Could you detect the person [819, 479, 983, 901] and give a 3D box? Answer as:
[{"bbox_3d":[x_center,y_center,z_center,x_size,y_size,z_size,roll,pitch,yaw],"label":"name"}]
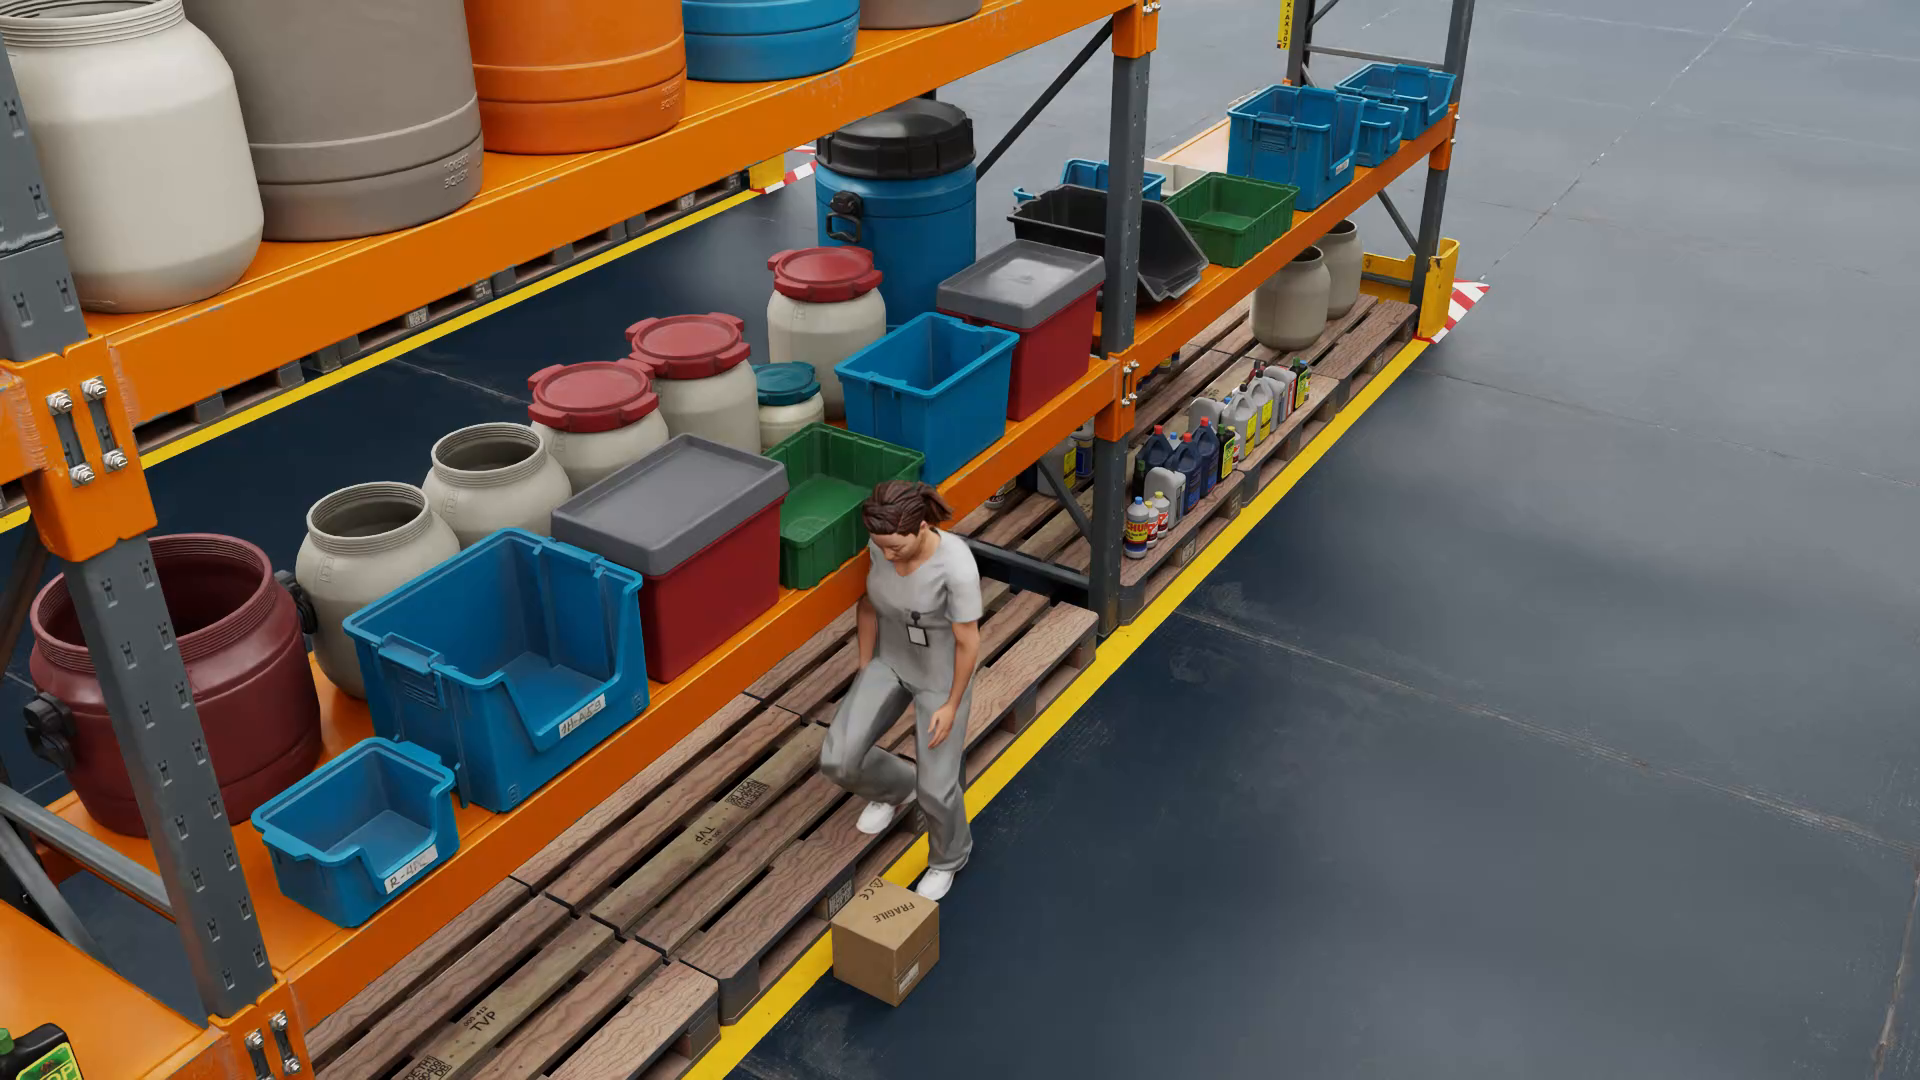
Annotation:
[{"bbox_3d":[-0.156,0.488,5.385,0.464,1.606,0.490,19,35,28],"label":"person"}]
